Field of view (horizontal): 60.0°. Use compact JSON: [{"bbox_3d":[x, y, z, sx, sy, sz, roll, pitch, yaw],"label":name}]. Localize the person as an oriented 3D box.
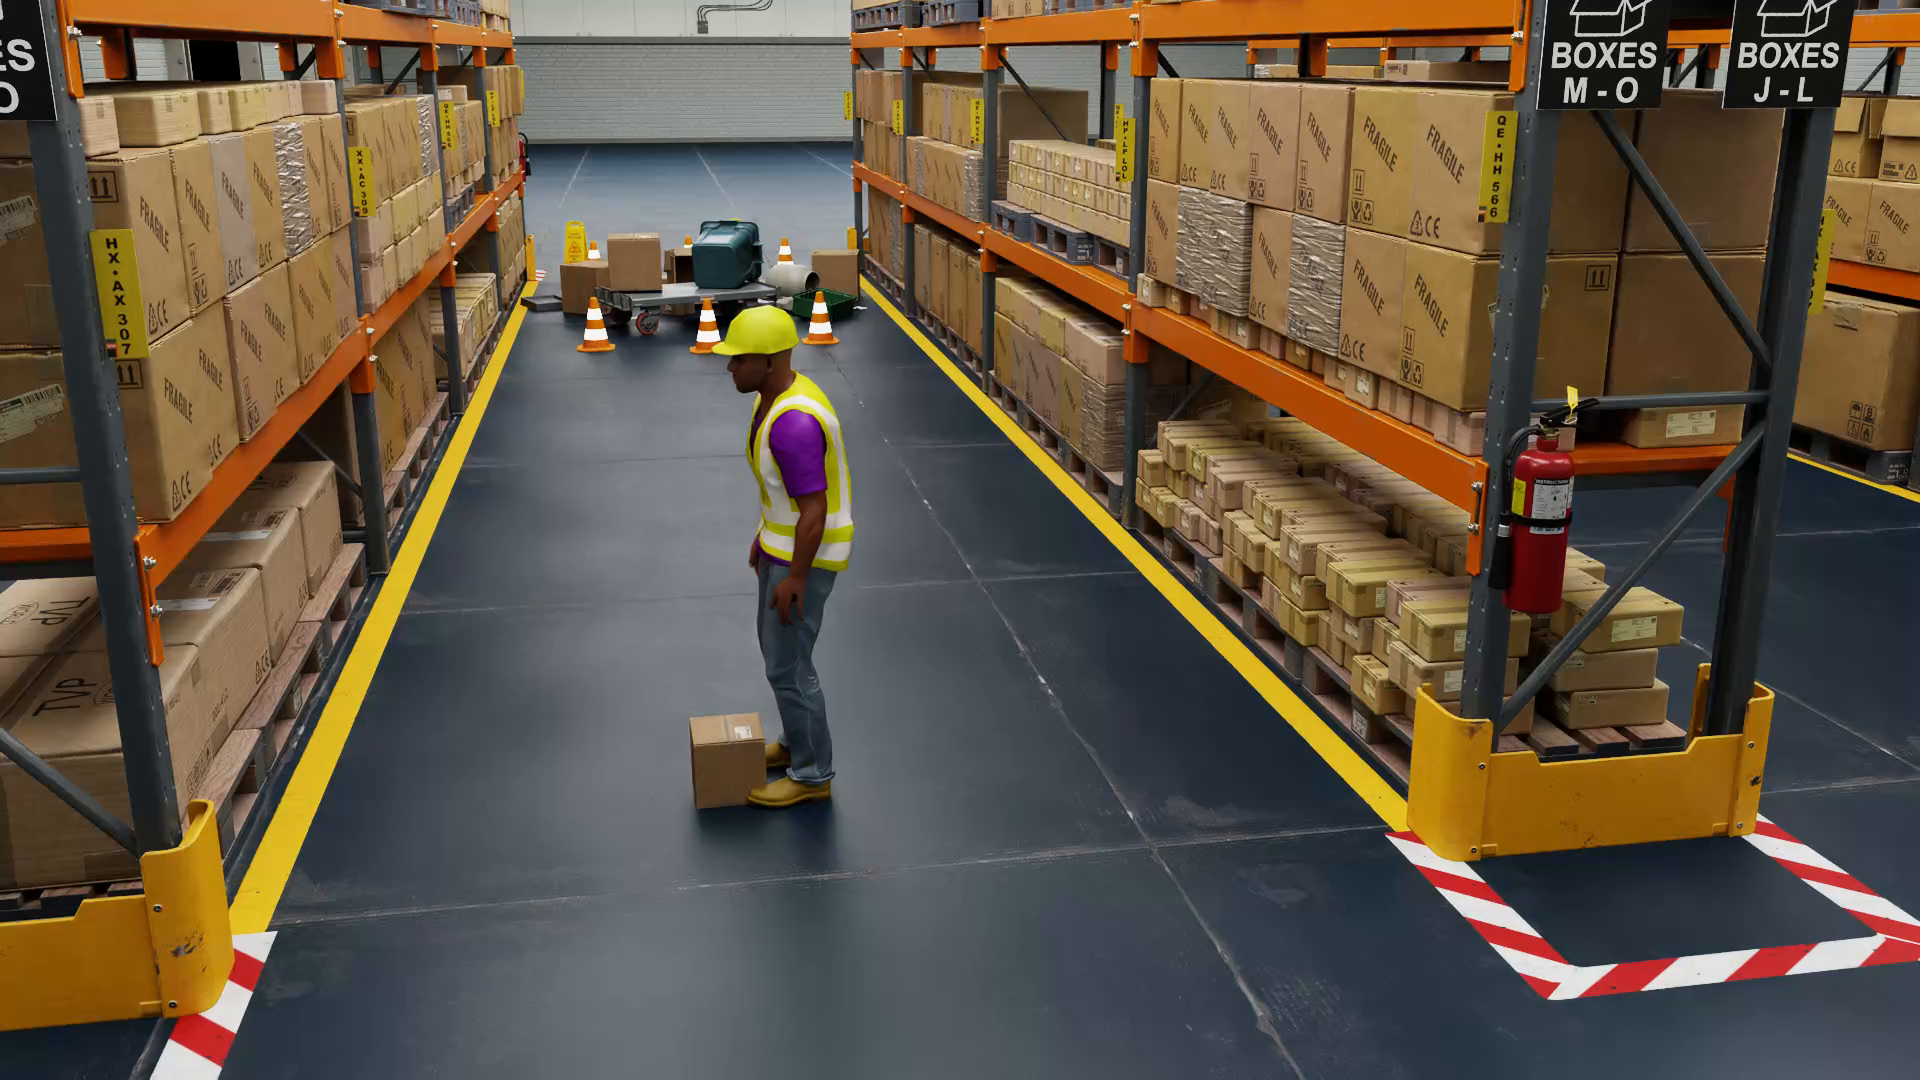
[{"bbox_3d":[-0.609,0.056,5.809,0.454,1.761,0.635,-4,17,-13],"label":"person"}]
